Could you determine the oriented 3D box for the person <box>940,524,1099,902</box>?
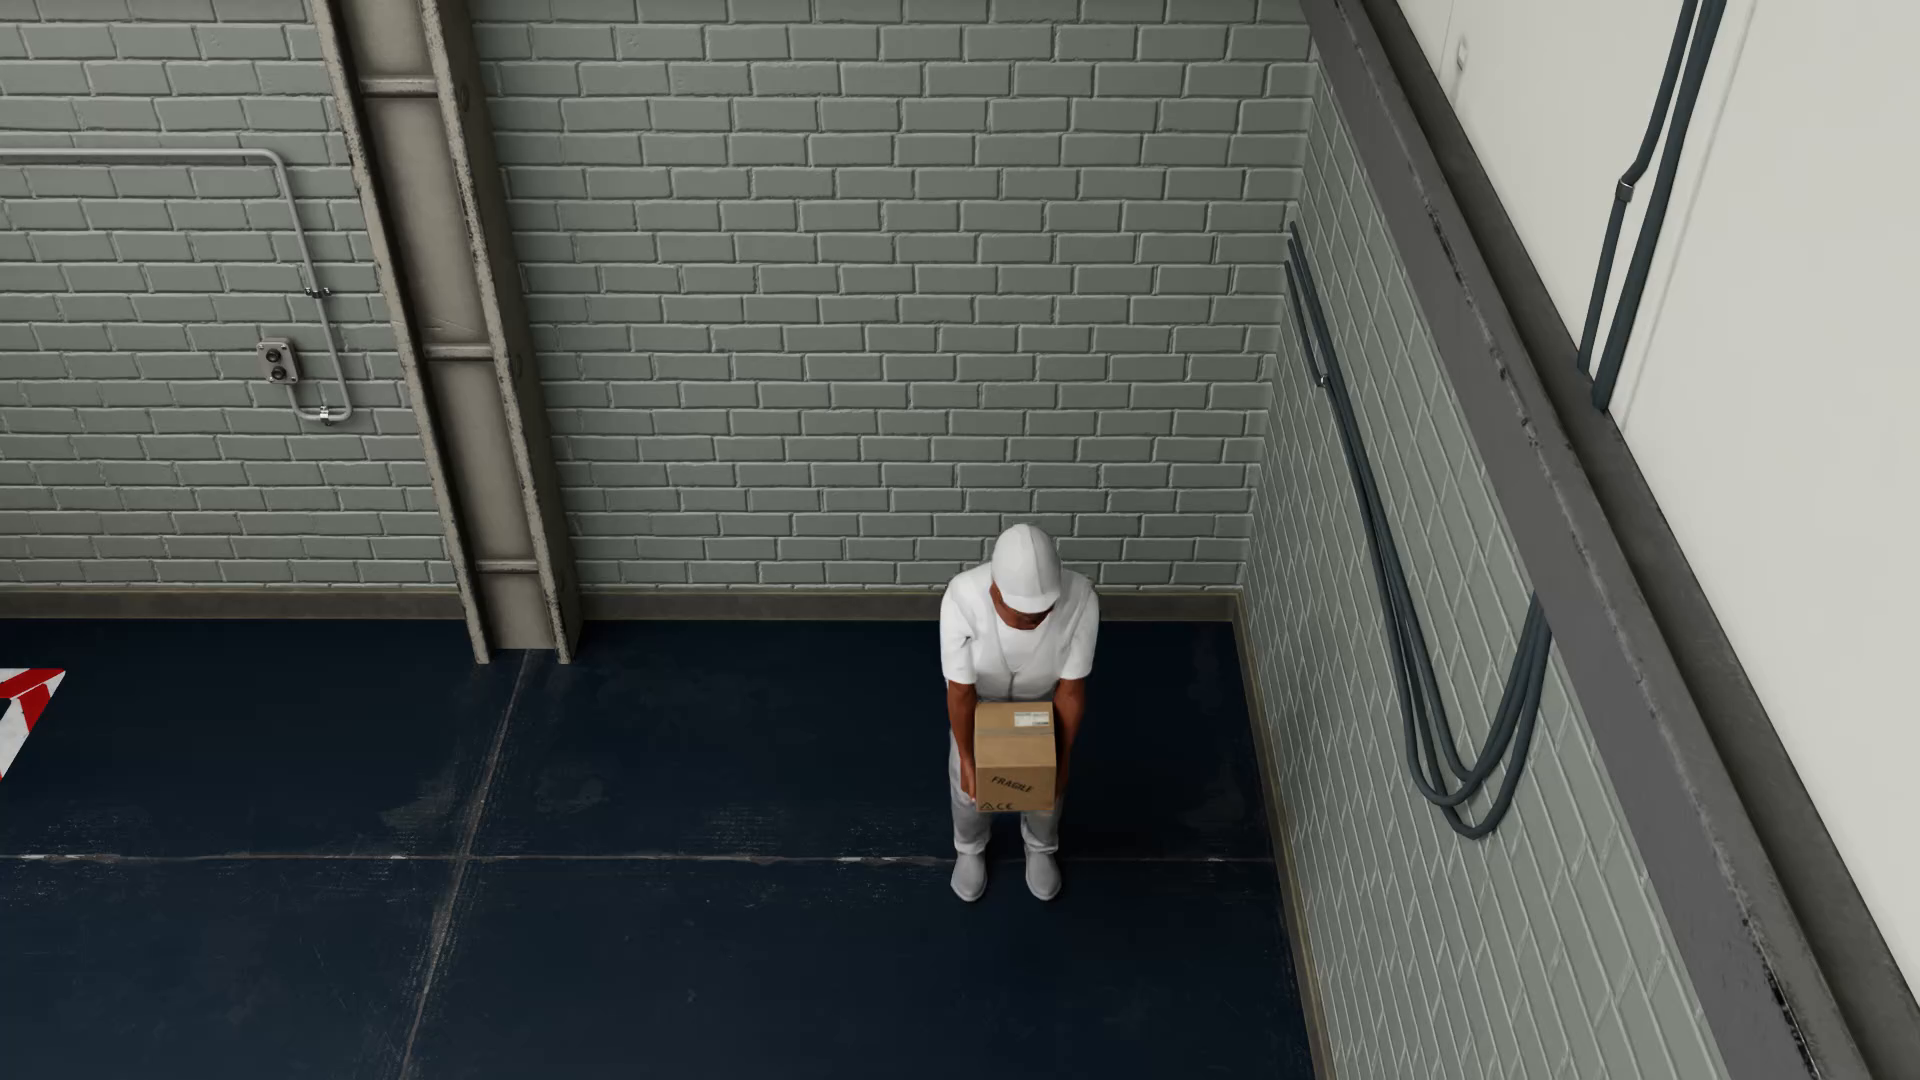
[{"bbox_3d":[0.187,0.583,5.461,0.498,1.719,0.607,-1,39,-1],"label":"person"}]
